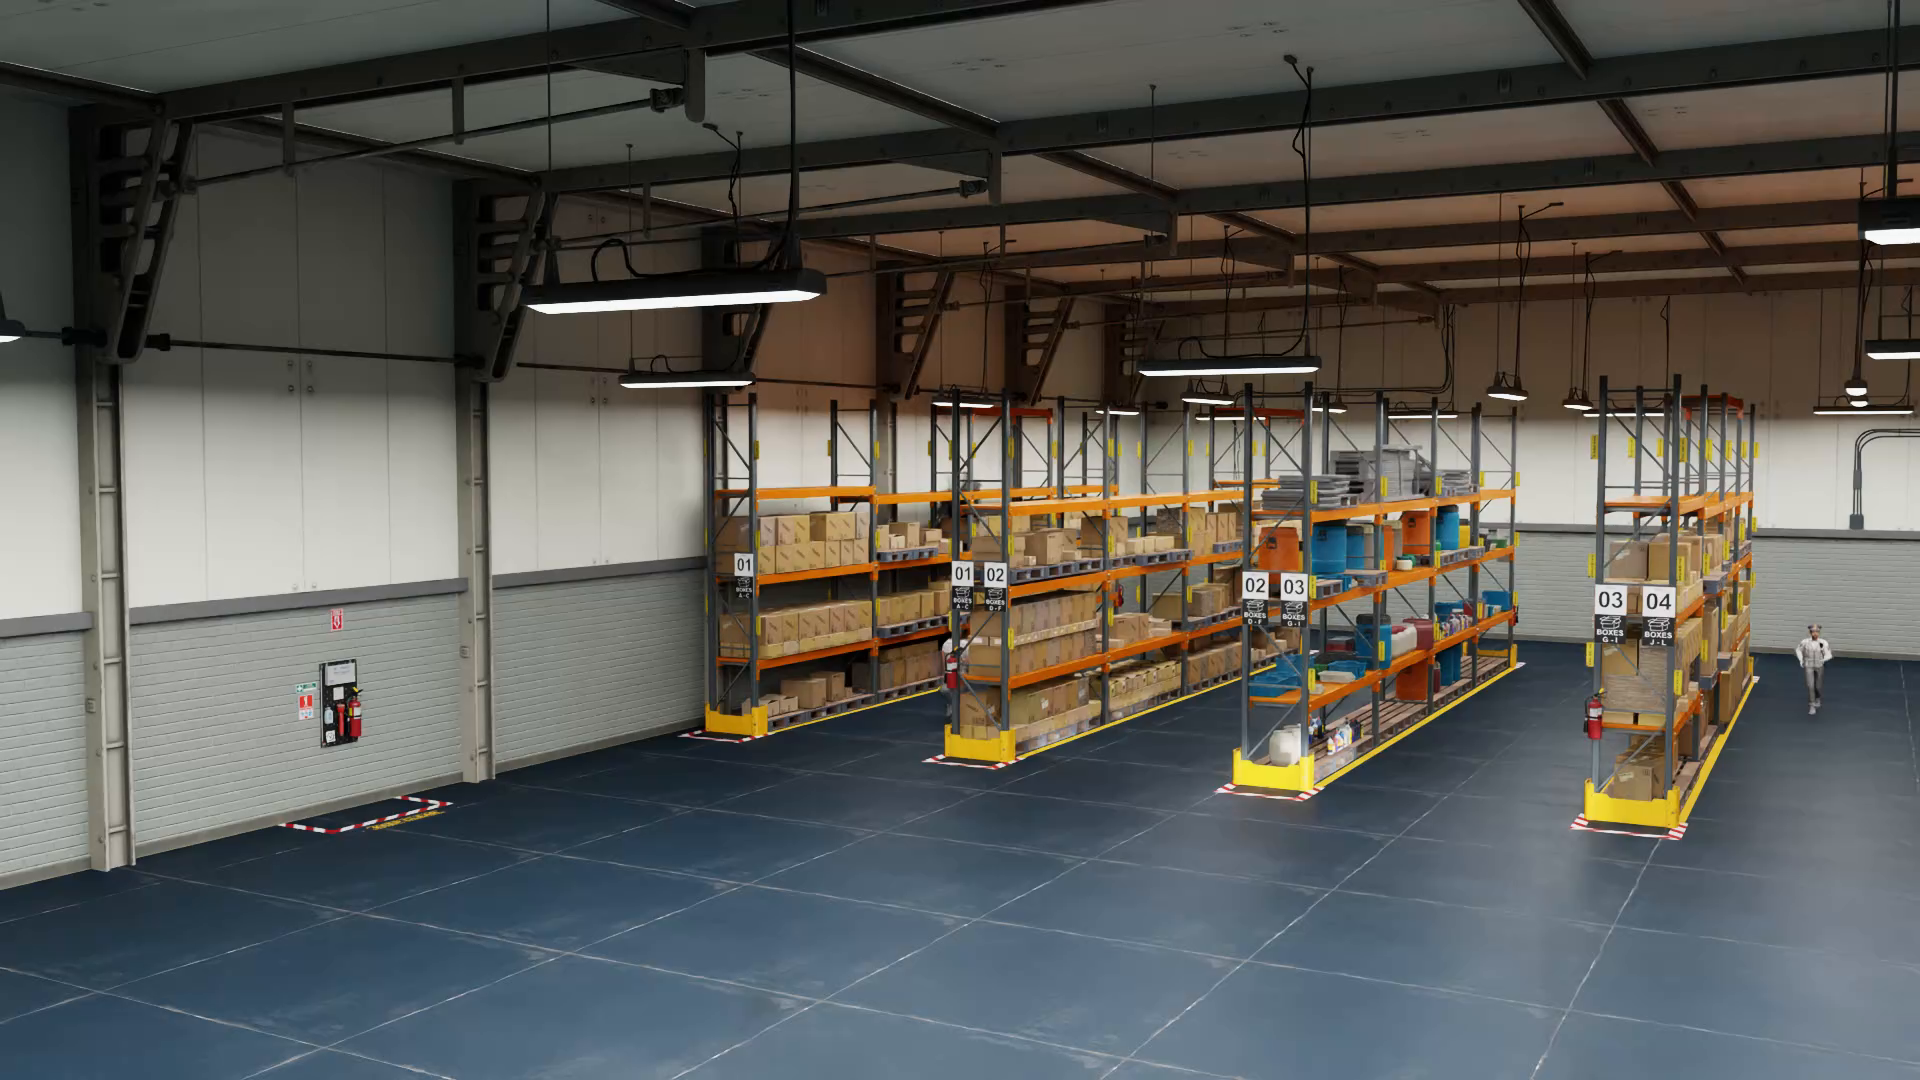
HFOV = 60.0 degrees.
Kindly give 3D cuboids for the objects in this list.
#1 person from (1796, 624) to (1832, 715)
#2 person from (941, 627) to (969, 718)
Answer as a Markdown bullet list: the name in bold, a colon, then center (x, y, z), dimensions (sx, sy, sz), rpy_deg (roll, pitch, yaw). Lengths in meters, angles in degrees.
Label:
- **person**: center (16.299, 2.446, 31.767), dimensions (0.608, 1.700, 0.774), rpy_deg (1, 3, 25)
- **person**: center (-0.083, 2.453, 30.911), dimensions (0.655, 1.745, 0.689), rpy_deg (1, 3, 17)
